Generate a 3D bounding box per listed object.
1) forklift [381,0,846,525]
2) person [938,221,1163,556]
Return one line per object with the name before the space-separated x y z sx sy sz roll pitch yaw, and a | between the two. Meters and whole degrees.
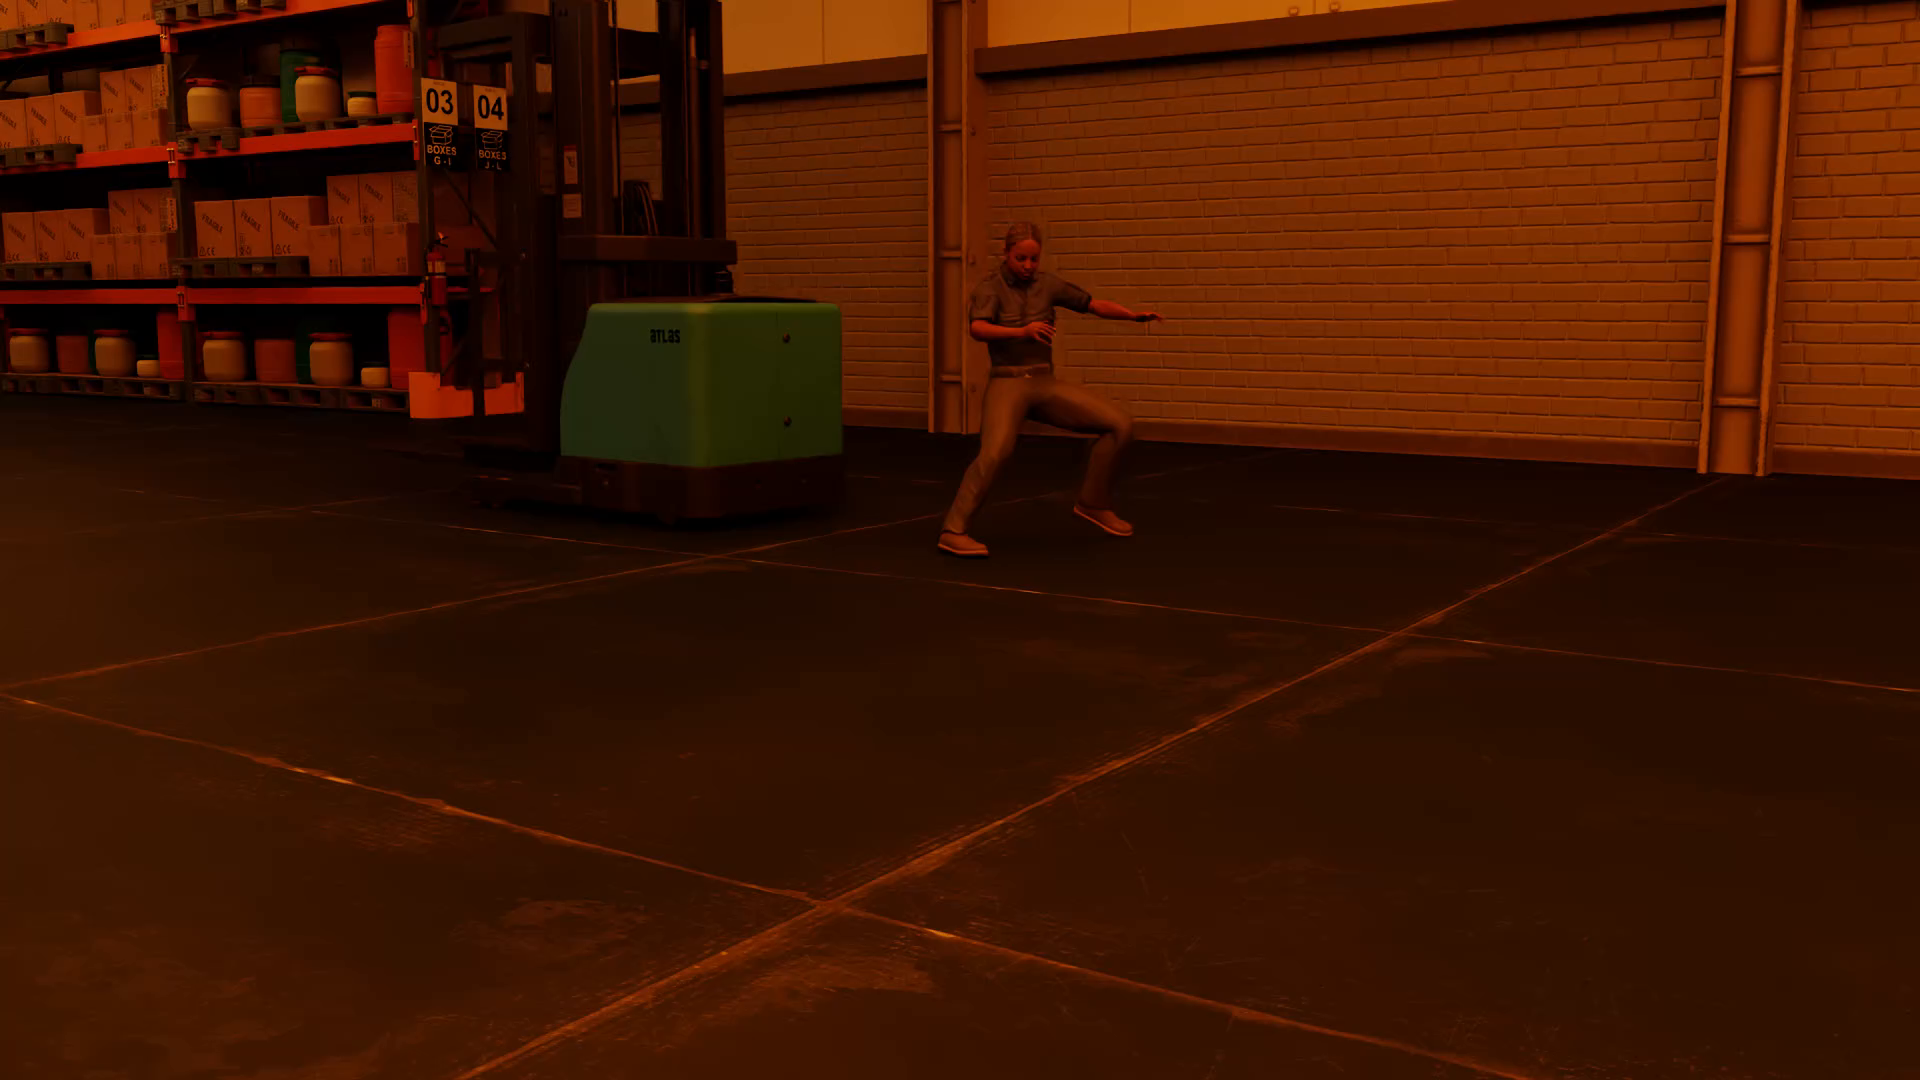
forklift | -2.038 -1.668 8.923 3.031 2.935 1.130 7 10 39
person | 0.364 -0.679 7.311 0.994 1.428 0.682 -4 9 -24
